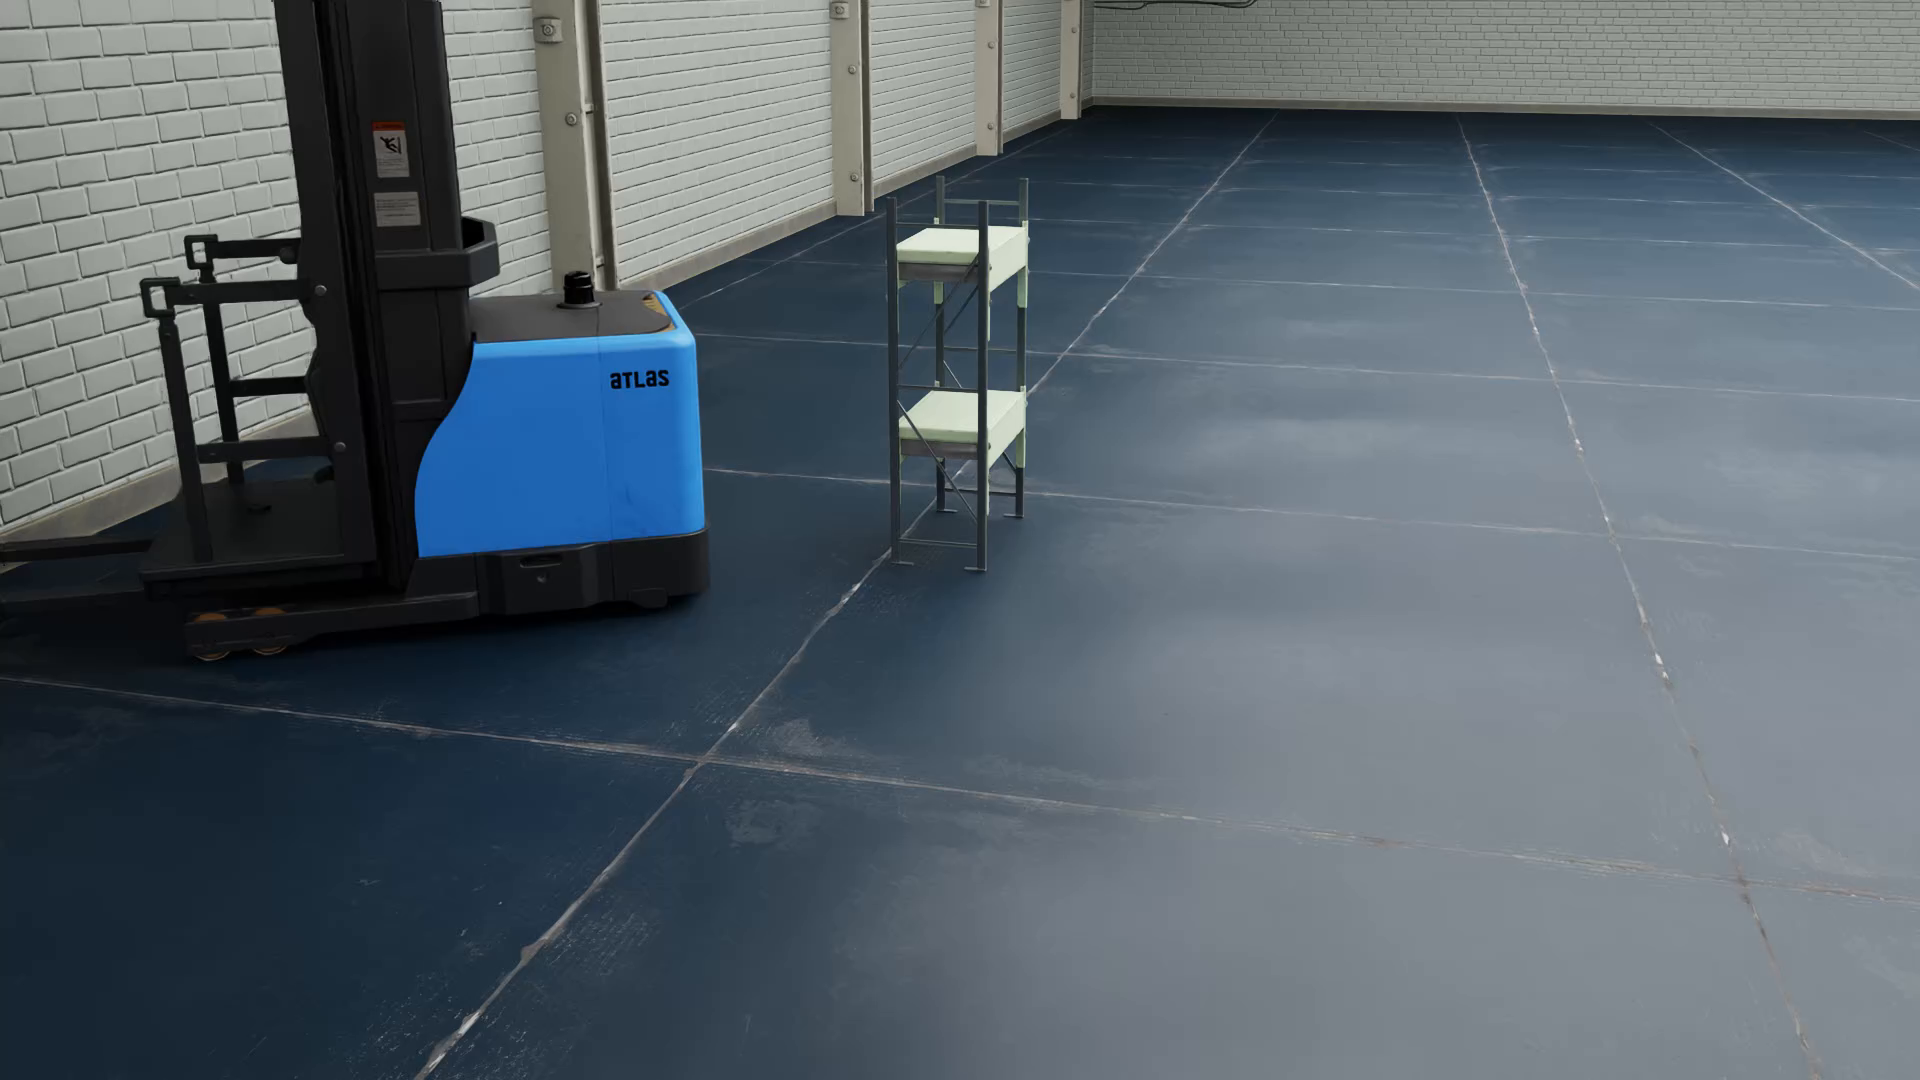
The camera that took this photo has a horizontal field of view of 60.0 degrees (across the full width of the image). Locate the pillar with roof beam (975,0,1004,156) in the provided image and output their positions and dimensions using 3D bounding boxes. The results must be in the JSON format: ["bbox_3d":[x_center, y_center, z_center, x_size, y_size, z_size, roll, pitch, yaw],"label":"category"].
[{"bbox_3d":[4.559,-9.135,20.010,9.100,9.000,0.400,5,19,13],"label":"pillar with roof beam"}]

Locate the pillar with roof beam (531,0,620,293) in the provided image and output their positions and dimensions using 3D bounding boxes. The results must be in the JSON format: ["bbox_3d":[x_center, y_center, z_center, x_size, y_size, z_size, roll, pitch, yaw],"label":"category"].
[{"bbox_3d":[1.627,-5.374,8.998,9.100,9.000,0.400,5,19,13],"label":"pillar with roof beam"}]

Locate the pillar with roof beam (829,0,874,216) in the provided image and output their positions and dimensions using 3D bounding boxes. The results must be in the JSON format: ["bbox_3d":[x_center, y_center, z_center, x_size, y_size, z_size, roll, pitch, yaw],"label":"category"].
[{"bbox_3d":[3.093,-7.254,14.504,9.100,9.000,0.400,5,19,13],"label":"pillar with roof beam"}]

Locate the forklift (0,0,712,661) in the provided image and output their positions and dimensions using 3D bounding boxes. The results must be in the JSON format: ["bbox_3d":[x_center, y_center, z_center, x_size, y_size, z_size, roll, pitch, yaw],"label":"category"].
[{"bbox_3d":[-2.540,-1.147,6.010,3.031,2.935,1.130,-5,20,-15],"label":"forklift"}]

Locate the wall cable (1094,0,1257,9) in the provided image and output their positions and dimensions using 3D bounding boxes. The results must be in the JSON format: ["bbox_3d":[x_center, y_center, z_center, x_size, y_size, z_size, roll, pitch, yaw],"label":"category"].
[{"bbox_3d":[3.852,-10.705,29.411,3.097,2.526,0.112,5,19,13],"label":"wall cable"}]

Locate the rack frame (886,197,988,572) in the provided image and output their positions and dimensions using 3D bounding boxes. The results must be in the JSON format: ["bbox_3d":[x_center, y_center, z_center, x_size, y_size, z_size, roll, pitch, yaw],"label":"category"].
[{"bbox_3d":[-0.088,-0.597,6.615,0.400,1.500,0.023,5,19,13],"label":"rack frame"}]

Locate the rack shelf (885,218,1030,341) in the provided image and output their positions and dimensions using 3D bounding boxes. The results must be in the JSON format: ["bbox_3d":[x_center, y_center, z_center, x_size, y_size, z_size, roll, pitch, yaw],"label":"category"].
[{"bbox_3d":[0.002,-1.081,6.825,0.431,0.370,0.720,5,19,13],"label":"rack shelf"}]

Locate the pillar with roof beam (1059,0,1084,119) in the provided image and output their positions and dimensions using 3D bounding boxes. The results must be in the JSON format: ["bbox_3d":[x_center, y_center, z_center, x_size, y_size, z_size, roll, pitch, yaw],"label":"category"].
[{"bbox_3d":[6.025,-11.016,25.516,9.100,9.000,0.400,5,19,13],"label":"pillar with roof beam"}]

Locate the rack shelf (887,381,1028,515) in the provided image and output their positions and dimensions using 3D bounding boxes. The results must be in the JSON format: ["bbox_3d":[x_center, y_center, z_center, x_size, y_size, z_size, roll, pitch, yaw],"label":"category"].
[{"bbox_3d":[0.002,-0.403,7.057,0.431,0.370,0.720,5,19,13],"label":"rack shelf"}]

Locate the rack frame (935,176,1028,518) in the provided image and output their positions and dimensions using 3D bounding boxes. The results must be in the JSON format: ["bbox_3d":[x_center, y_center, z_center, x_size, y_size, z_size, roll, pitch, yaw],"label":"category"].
[{"bbox_3d":[0.091,-0.827,7.287,0.400,1.500,0.023,5,19,13],"label":"rack frame"}]

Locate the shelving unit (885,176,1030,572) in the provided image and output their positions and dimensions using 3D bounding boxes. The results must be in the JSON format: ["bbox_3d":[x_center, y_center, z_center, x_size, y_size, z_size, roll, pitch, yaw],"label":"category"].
[{"bbox_3d":[0.002,-0.712,6.951,0.431,1.500,0.755,5,19,13],"label":"shelving unit"}]
